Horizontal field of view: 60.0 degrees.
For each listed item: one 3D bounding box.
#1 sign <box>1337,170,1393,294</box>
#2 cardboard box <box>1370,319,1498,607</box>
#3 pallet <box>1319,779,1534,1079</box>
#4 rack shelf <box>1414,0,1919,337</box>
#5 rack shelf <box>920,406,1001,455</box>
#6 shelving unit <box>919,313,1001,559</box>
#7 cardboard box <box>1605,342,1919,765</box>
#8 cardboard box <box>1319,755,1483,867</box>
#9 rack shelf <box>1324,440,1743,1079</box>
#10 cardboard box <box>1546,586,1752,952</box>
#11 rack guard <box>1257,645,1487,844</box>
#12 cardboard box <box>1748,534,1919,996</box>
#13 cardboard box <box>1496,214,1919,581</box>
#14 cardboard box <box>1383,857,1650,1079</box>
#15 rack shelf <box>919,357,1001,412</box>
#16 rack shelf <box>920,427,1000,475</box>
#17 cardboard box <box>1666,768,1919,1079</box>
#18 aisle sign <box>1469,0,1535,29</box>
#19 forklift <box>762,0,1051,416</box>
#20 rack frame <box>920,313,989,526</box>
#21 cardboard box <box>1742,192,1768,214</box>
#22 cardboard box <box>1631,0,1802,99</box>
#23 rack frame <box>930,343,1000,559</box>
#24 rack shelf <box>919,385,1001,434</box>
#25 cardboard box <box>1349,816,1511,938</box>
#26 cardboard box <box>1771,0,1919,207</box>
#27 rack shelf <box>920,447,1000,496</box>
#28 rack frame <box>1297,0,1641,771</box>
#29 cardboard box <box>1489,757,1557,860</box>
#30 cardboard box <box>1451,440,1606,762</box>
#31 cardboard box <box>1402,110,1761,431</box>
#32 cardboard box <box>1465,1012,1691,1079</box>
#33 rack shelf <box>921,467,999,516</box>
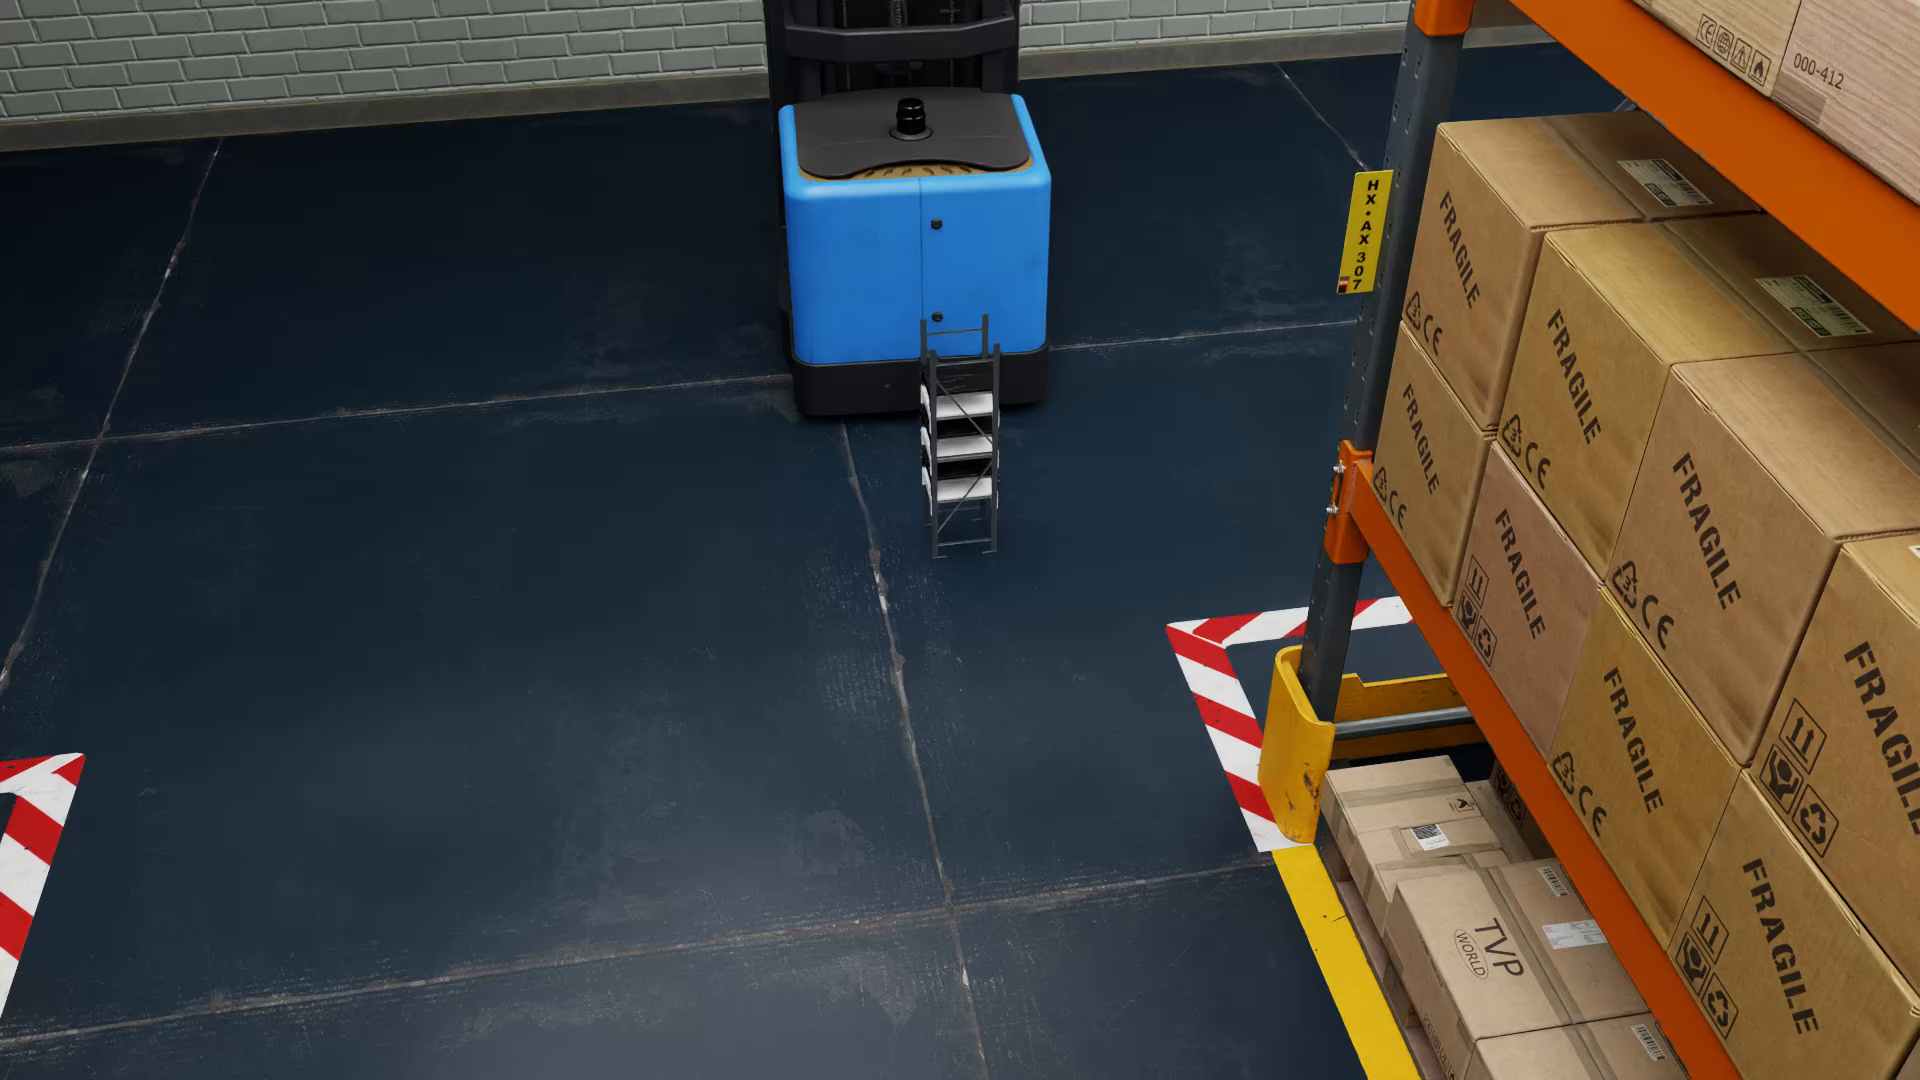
[{"bbox_3d":[0.991,-0.749,4.064,0.100,0.325,0.005,-6,38,-8],"label":"sign"},{"bbox_3d":[1.344,-0.209,3.993,0.500,0.500,0.500,-5,38,-7],"label":"cardboard box"},{"bbox_3d":[1.680,1.163,4.582,1.003,0.211,1.213,-6,38,-8],"label":"pallet"},{"bbox_3d":[1.876,-0.158,2.150,1.077,0.370,4.000,-6,38,-8],"label":"rack shelf"},{"bbox_3d":[-0.001,-0.405,5.945,0.258,0.077,0.200,-6,38,-8],"label":"rack shelf"},{"bbox_3d":[-0.001,-0.360,5.980,0.258,0.900,0.210,-6,38,-8],"label":"shelving unit"},{"bbox_3d":[1.526,0.014,2.891,0.500,0.500,0.500,-6,38,-7],"label":"cardboard box"},{"bbox_3d":[1.261,0.776,4.771,0.380,0.149,0.250,-6,38,-8],"label":"cardboard box"},{"bbox_3d":[1.876,1.026,3.071,1.077,0.370,4.000,-6,38,-8],"label":"rack shelf"},{"bbox_3d":[1.525,0.405,3.202,0.500,0.500,0.500,-6,38,-8],"label":"cardboard box"},{"bbox_3d":[1.539,0.567,5.113,1.175,0.500,0.348,-6,38,-8],"label":"rack guard"},{"bbox_3d":[1.616,0.320,2.496,0.500,0.500,0.500,-7,38,-8],"label":"cardboard box"},{"bbox_3d":[1.443,-0.289,3.281,0.500,0.500,0.500,-6,38,-7],"label":"cardboard box"},{"bbox_3d":[1.429,1.107,4.263,0.500,0.250,0.500,-6,38,-8],"label":"cardboard box"},{"bbox_3d":[-0.001,-0.547,5.835,0.258,0.077,0.200,-6,38,-8],"label":"rack shelf"},{"bbox_3d":[-0.001,-0.334,6.001,0.258,0.077,0.200,-6,38,-8],"label":"rack shelf"},{"bbox_3d":[1.611,0.708,2.813,0.500,0.500,0.500,-6,38,-7],"label":"cardboard box"},{"bbox_3d":[1.225,-1.502,3.620,0.394,0.787,0.004,-6,38,-8],"label":"aisle sign"},{"bbox_3d":[-0.319,-2.558,7.153,1.130,2.935,3.031,-4,38,-5],"label":"forklift"},{"bbox_3d":[-0.019,-0.422,6.059,0.240,0.900,0.006,-6,38,-8],"label":"rack frame"},{"bbox_3d":[1.874,-0.661,3.759,0.500,0.500,0.500,-7,38,-8],"label":"cardboard box"},{"bbox_3d":[1.440,-0.950,2.705,0.500,0.250,0.500,-6,38,-8],"label":"cardboard box"},{"bbox_3d":[0.016,-0.299,5.901,0.240,0.900,0.006,-6,38,-8],"label":"rack frame"},{"bbox_3d":[-0.001,-0.476,5.890,0.258,0.077,0.200,-6,38,-8],"label":"rack shelf"},{"bbox_3d":[1.305,0.920,4.572,0.380,0.166,0.250,-6,38,-8],"label":"cardboard box"},{"bbox_3d":[1.530,-0.648,2.317,0.500,0.250,0.500,-6,38,-8],"label":"cardboard box"},{"bbox_3d":[-0.001,-0.263,6.056,0.258,0.077,0.200,-6,38,-8],"label":"rack shelf"},{"bbox_3d":[1.526,-0.466,4.405,1.000,3.000,0.127,-6,38,-8],"label":"rack frame"},{"bbox_3d":[1.863,0.649,4.648,0.500,0.500,0.500,-6,38,-8],"label":"cardboard box"},{"bbox_3d":[1.440,0.102,3.592,0.500,0.500,0.500,-7,38,-8],"label":"cardboard box"},{"bbox_3d":[1.344,-0.604,3.686,0.500,0.500,0.500,-5,38,-7],"label":"cardboard box"},{"bbox_3d":[1.517,1.409,3.874,0.500,0.250,0.500,-6,38,-8],"label":"cardboard box"},{"bbox_3d":[-0.001,-0.192,6.111,0.258,0.077,0.200,-6,38,-8],"label":"rack shelf"}]
